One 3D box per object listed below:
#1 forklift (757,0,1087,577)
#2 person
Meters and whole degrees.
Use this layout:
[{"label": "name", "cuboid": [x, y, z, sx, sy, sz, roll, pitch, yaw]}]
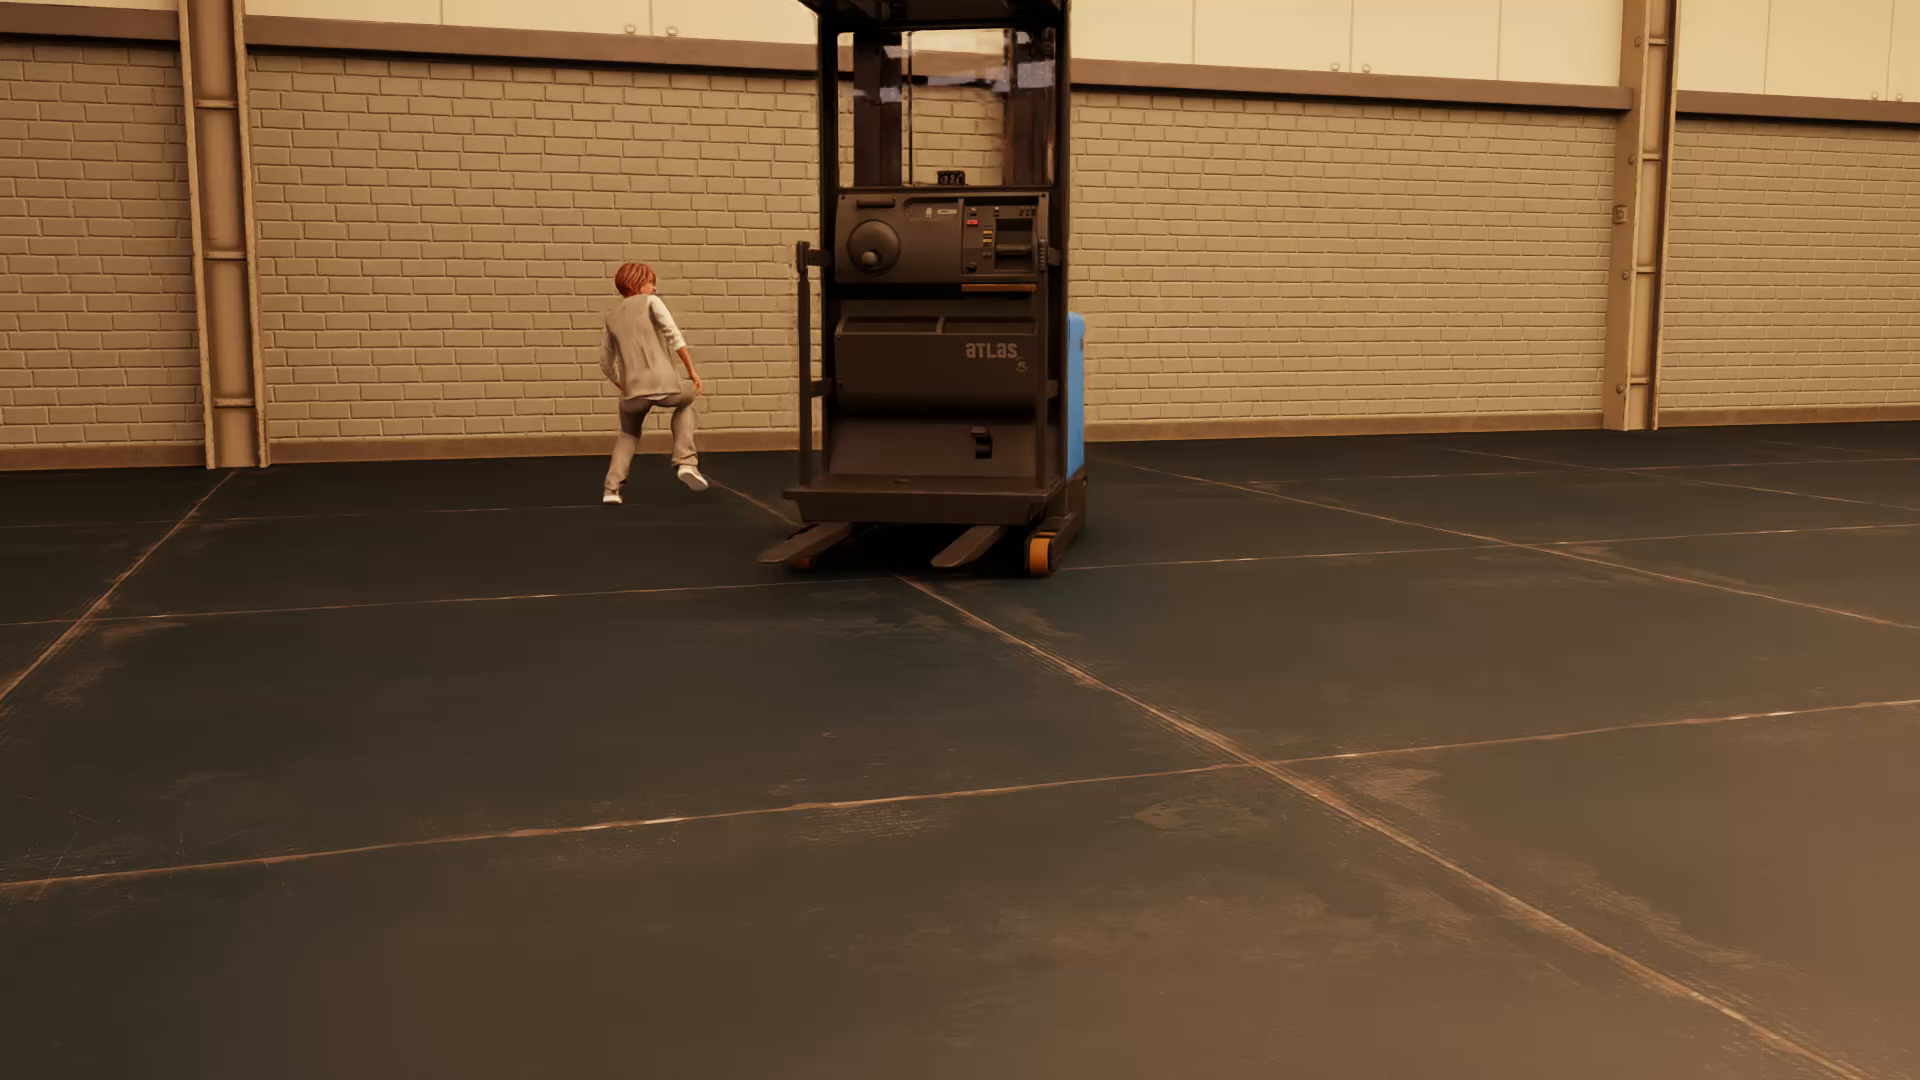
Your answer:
[{"label": "forklift", "cuboid": [-0.113, -1.351, 6.982, 1.130, 2.935, 3.031, 1, 8, 9]}, {"label": "person", "cuboid": [-1.739, -0.884, 9.482, 0.661, 1.381, 0.620, 1, 8, 6]}]
